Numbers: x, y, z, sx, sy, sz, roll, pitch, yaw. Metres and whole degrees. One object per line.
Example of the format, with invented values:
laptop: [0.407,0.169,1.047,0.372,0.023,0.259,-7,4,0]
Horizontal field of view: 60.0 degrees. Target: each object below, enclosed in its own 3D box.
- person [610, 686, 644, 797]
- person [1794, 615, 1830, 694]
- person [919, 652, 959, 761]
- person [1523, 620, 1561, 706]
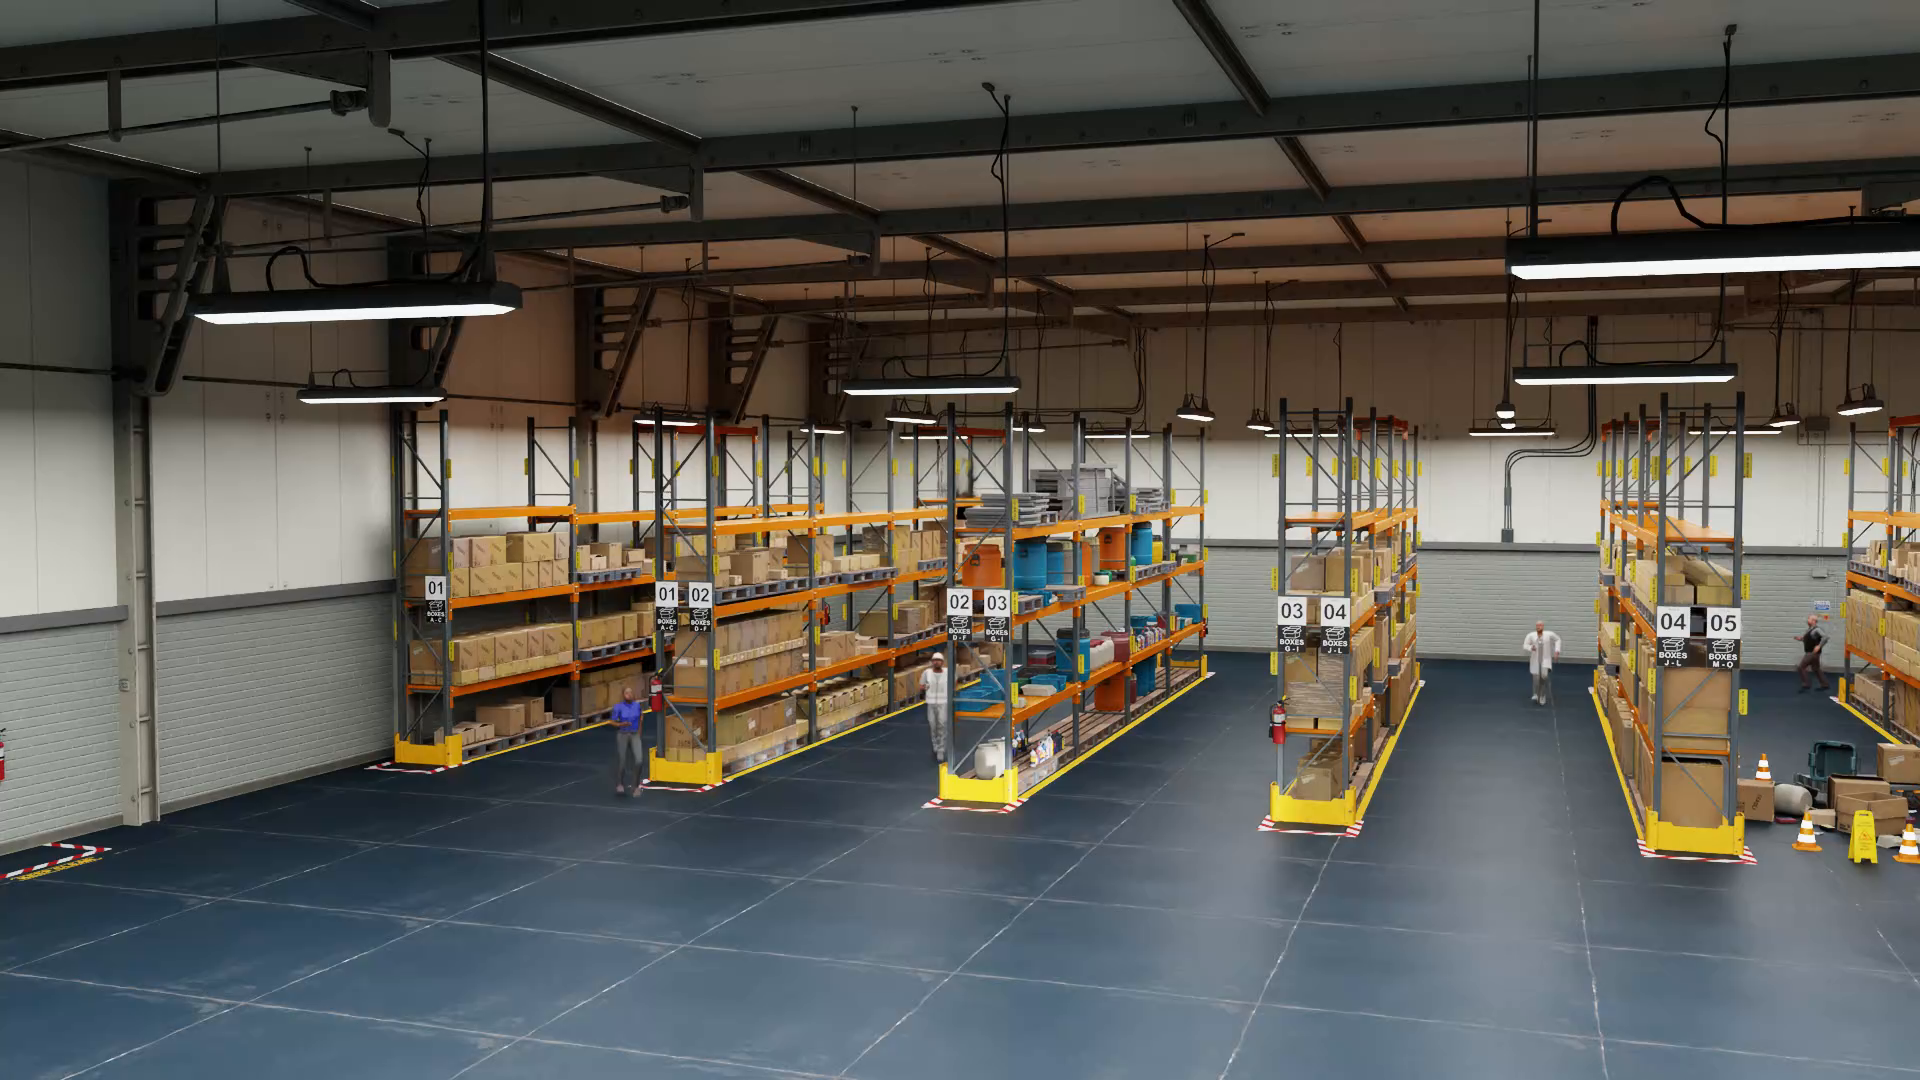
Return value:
person: [-5.072,3.100,25.451,0.580,1.727,0.653,-1,3,-29]
person: [18.978,2.521,37.022,0.759,1.692,0.652,1,3,22]
person: [-0.386,2.863,28.806,0.657,1.835,0.763,0,2,8]
person: [12.347,2.604,35.295,0.730,1.804,0.958,1,3,26]
